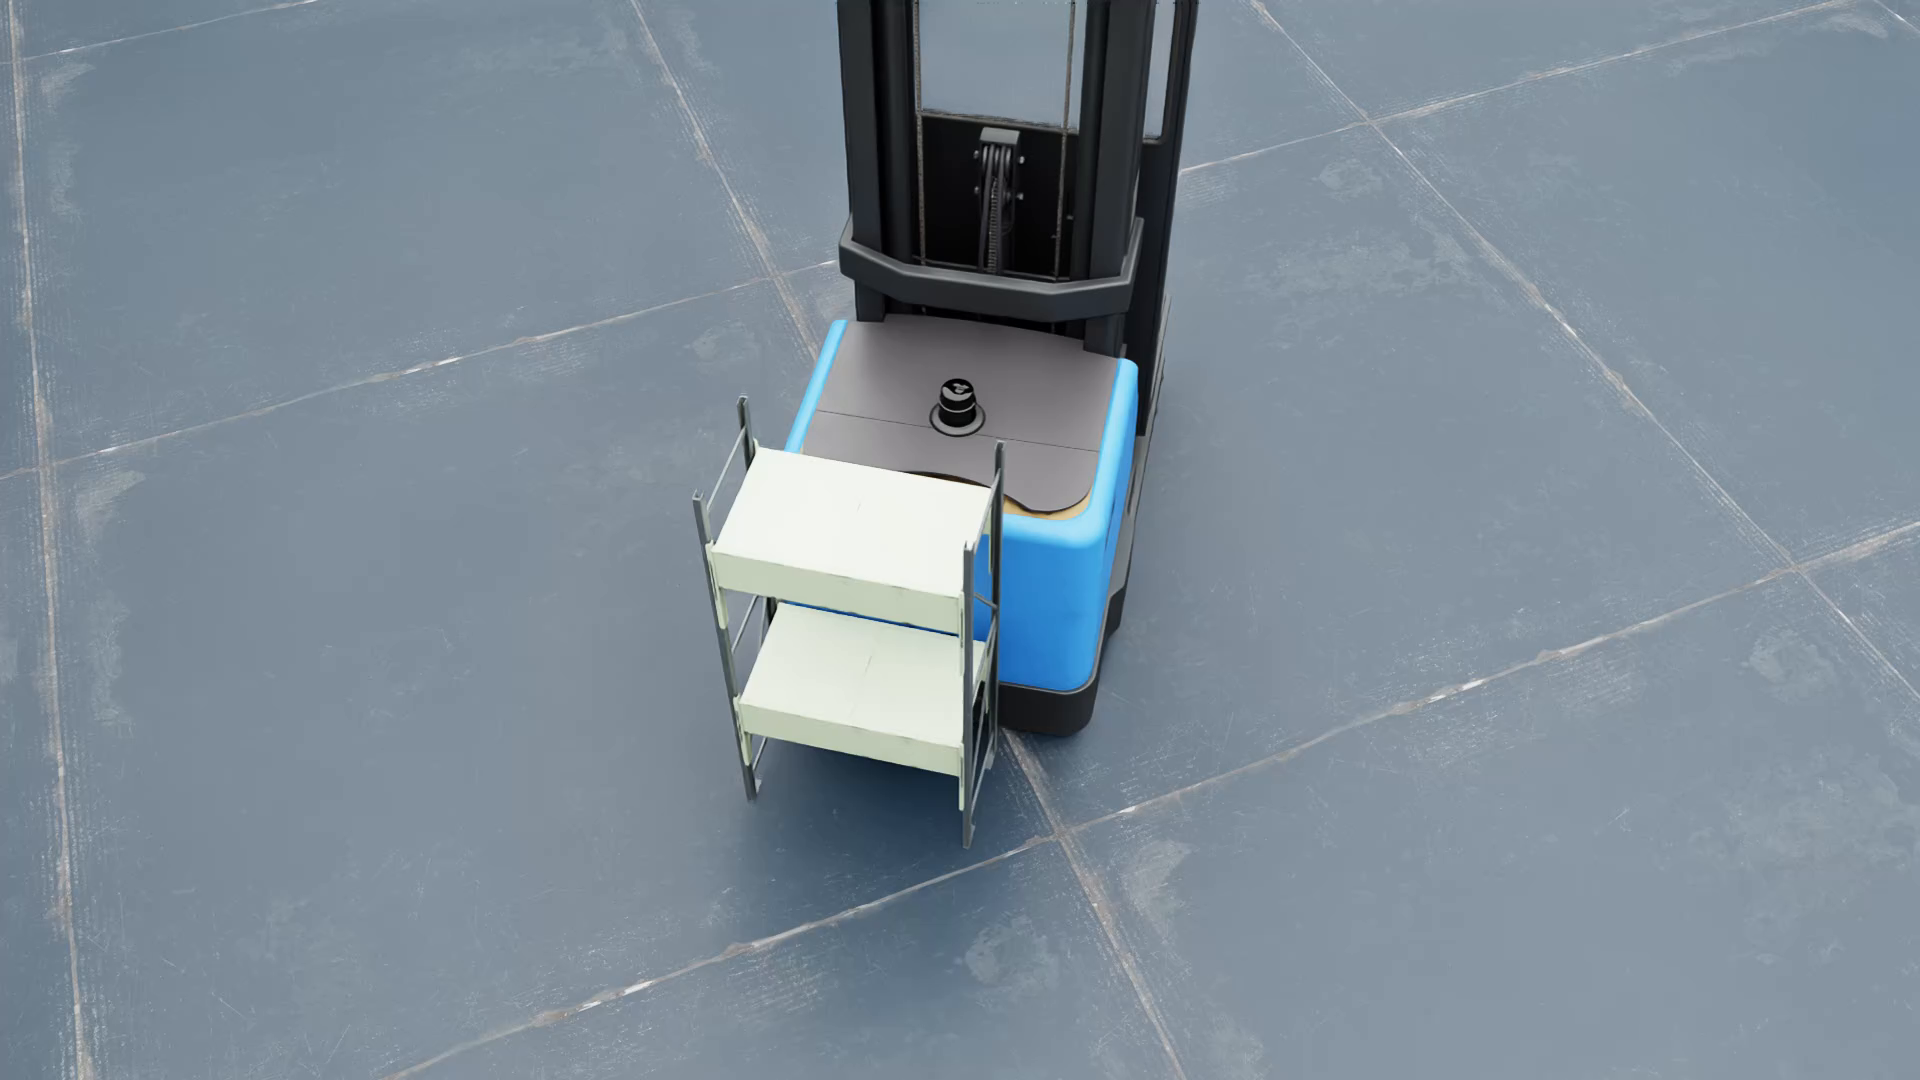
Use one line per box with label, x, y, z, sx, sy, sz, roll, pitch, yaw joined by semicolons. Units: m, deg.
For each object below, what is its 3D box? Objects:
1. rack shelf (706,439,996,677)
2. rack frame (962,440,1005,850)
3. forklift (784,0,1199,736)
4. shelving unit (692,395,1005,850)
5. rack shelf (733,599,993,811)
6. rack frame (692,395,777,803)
rack shelf;-0.290;0.047;4.706;0.720;0.370;0.431;10;50;9
rack frame;0.066;0.366;4.946;0.023;1.500;0.400;10;50;9
forklift;0.217;-1.441;5.555;1.130;2.935;3.031;9;50;8
shelving unit;-0.290;0.301;5.003;0.755;1.500;0.431;10;50;9
rack shelf;-0.290;0.512;5.250;0.720;0.370;0.431;10;50;9
rack frame;-0.646;0.235;5.059;0.023;1.500;0.400;10;50;9
